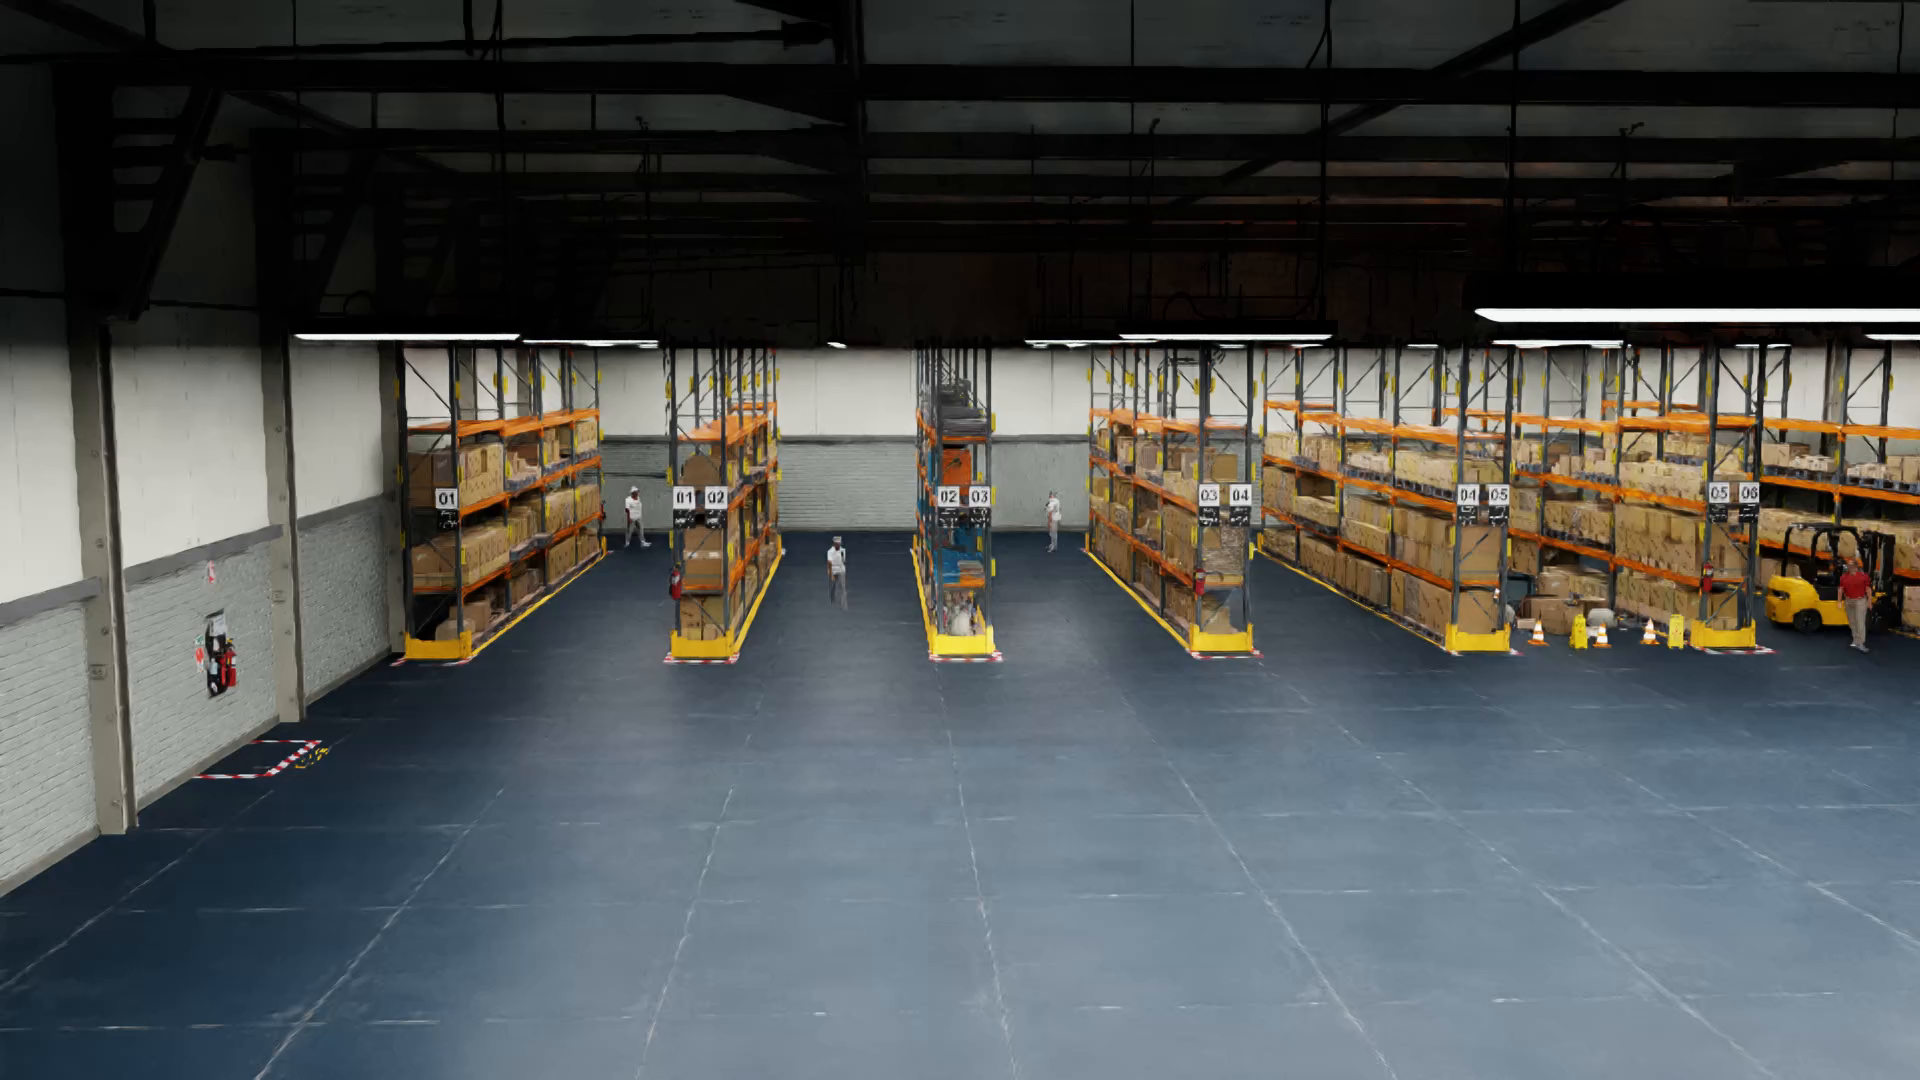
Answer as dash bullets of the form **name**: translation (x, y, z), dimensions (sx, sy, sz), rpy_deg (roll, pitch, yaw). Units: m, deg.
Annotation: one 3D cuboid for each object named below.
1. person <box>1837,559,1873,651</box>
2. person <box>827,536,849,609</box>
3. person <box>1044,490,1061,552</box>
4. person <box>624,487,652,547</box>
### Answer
- **person**: translation (17.315, 1.239, 32.123), dimensions (0.530, 1.756, 0.646), rpy_deg (-5, 8, -40)
- **person**: translation (-2.738, 0.707, 36.962), dimensions (0.448, 1.622, 0.996), rpy_deg (-1, 7, -11)
- **person**: translation (2.618, -0.556, 47.517), dimensions (0.504, 1.759, 0.588), rpy_deg (3, 7, 28)
- **person**: translation (-9.460, -0.674, 48.527), dimensions (0.567, 1.755, 0.744), rpy_deg (5, 8, 35)
